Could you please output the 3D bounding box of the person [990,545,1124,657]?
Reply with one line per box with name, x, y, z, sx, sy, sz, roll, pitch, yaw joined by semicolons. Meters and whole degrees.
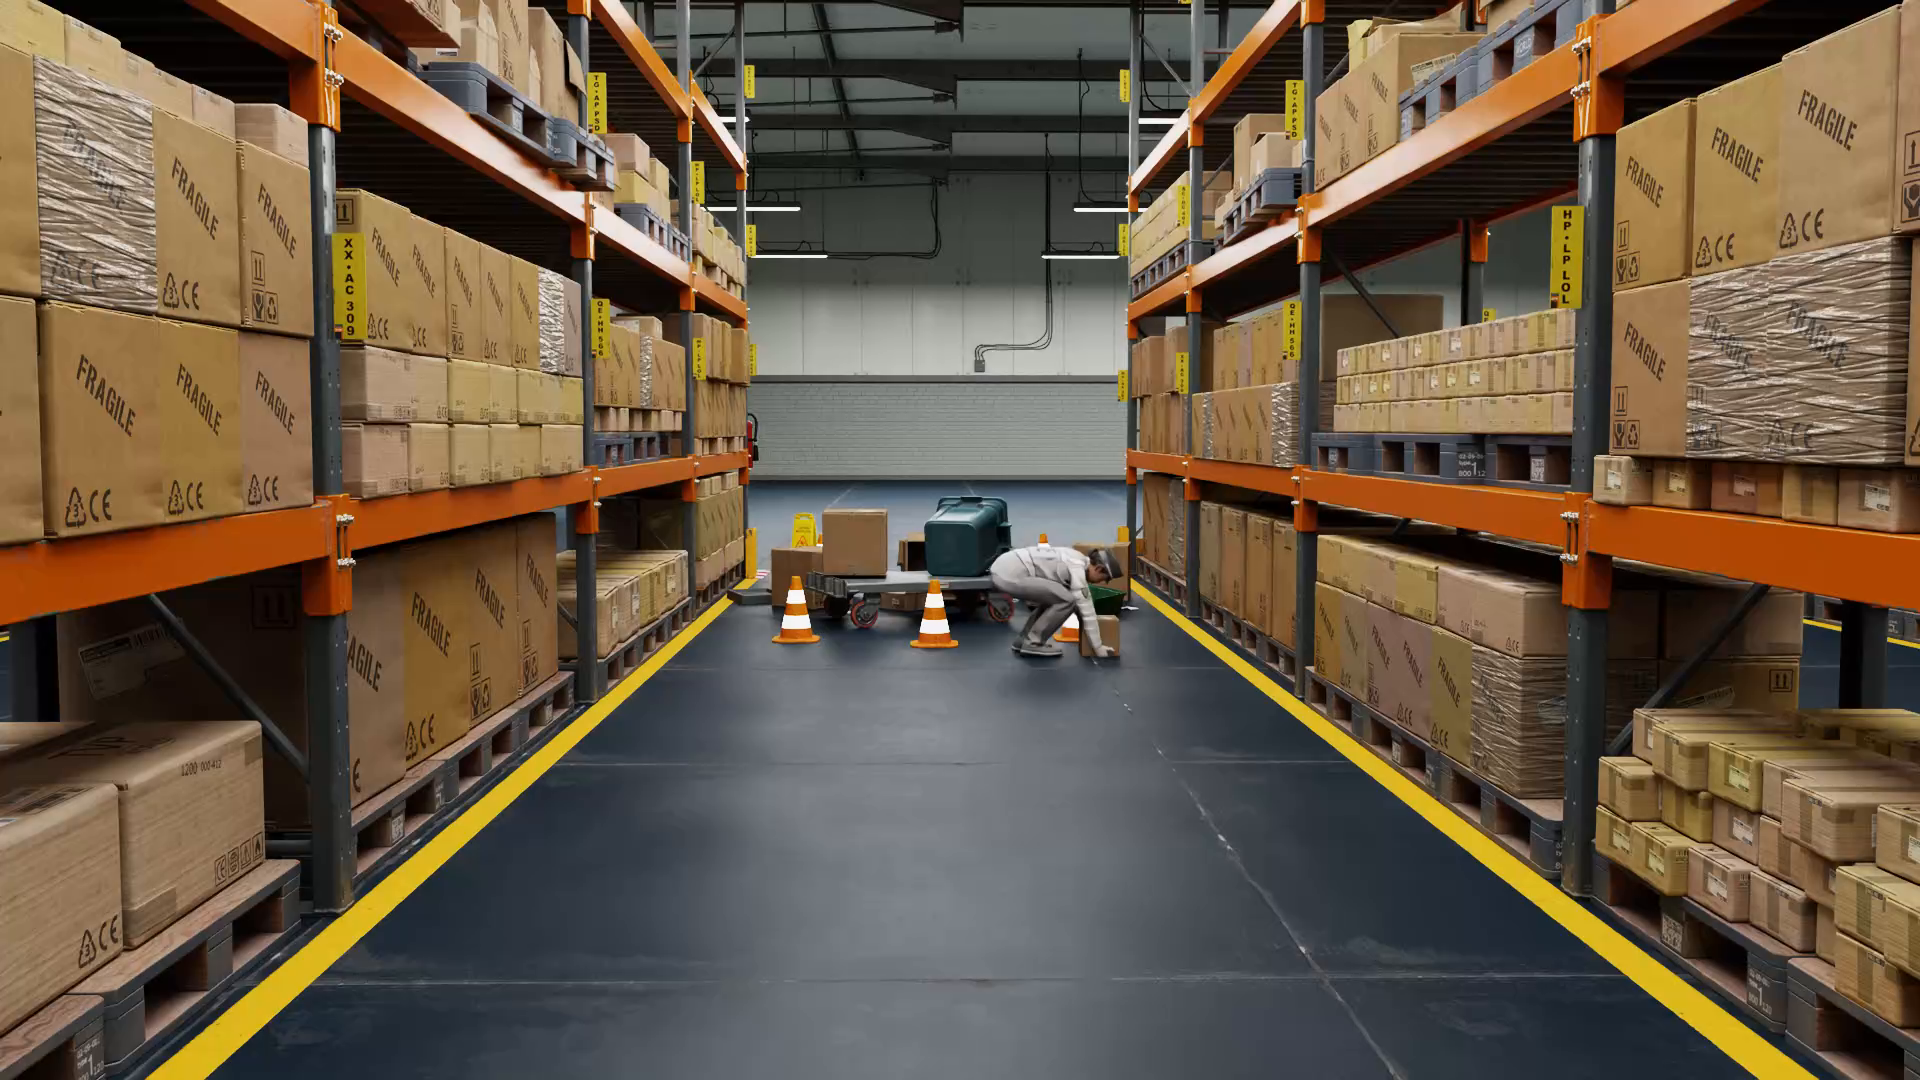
person;0.662;0.413;11.302;0.915;0.763;0.450;0;4;-3
